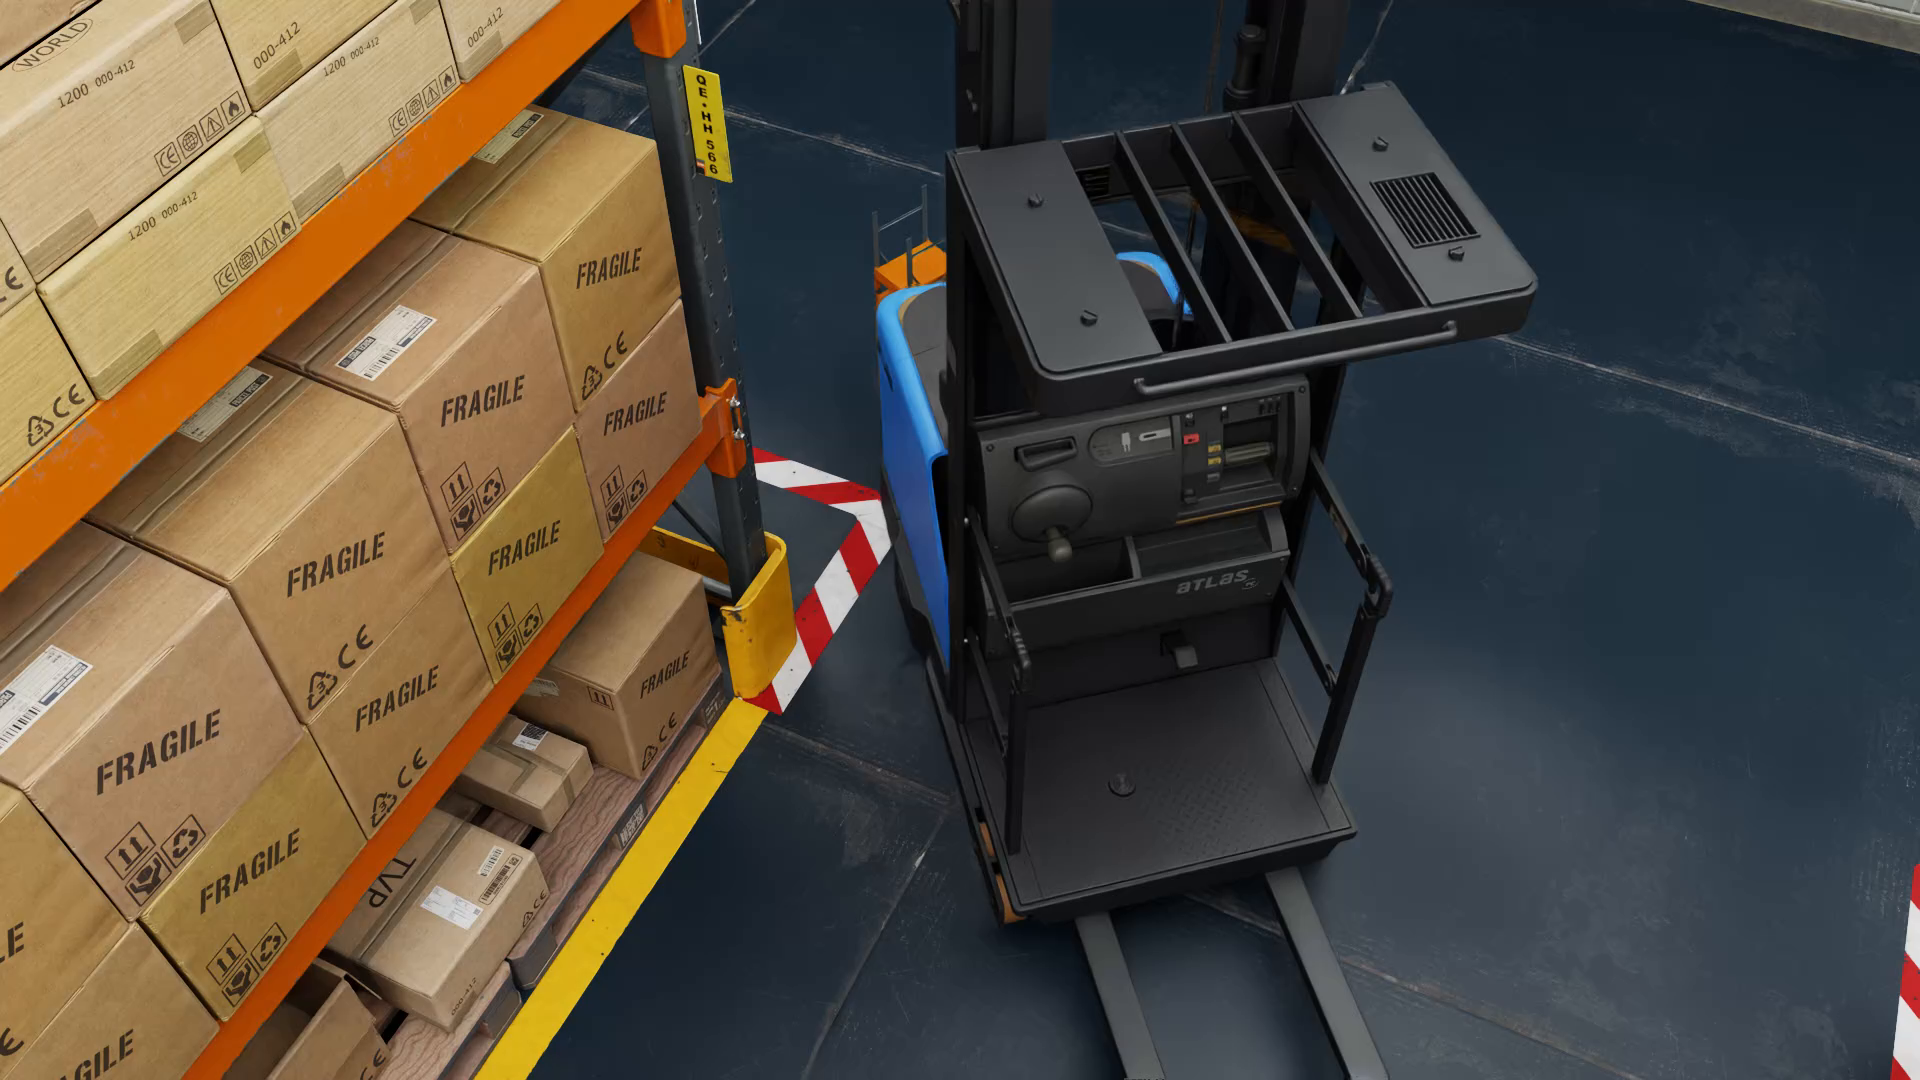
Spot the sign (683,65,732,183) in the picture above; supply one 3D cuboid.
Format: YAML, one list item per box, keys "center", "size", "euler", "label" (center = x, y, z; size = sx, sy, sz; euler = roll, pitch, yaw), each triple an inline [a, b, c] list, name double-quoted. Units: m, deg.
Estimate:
- center: [-0.636, -1.048, 4.204]
  size: [0.100, 0.325, 0.005]
  euler: [20, 52, 16]
  label: "sign"

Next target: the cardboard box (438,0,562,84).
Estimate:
- center: [-1.111, -1.248, 3.472]
  size: [0.500, 0.250, 0.500]
  euler: [20, 52, 16]
  label: "cardboard box"

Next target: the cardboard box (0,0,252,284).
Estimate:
- center: [-1.549, -0.726, 2.699]
  size: [0.500, 0.250, 0.500]
  euler: [20, 52, 16]
  label: "cardboard box"

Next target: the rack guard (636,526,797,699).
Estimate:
- center: [-1.162, 0.098, 5.838]
  size: [1.175, 0.500, 0.348]
  euler: [20, 52, 16]
  label: "rack guard"

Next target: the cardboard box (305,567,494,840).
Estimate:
- center: [-1.512, 0.300, 3.959]
  size: [0.500, 0.500, 0.500]
  euler: [20, 53, 16]
  label: "cardboard box"

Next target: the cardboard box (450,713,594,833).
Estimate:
- center: [-1.394, 0.715, 5.243]
  size: [0.380, 0.166, 0.250]
  euler: [20, 52, 16]
  label: "cardboard box"

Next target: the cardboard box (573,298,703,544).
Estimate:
- center: [-1.075, -0.400, 4.555]
  size: [0.500, 0.500, 0.500]
  euler: [21, 53, 17]
  label: "cardboard box"

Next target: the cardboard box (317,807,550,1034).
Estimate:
- center: [-1.572, 1.083, 4.875]
  size: [0.500, 0.250, 0.500]
  euler: [20, 52, 16]
  label: "cardboard box"

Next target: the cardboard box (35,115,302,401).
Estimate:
- center: [-1.536, -0.559, 2.885]
  size: [0.500, 0.250, 0.500]
  euler: [20, 52, 16]
  label: "cardboard box"

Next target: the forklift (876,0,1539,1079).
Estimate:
- center: [0.567, -0.085, 4.398]
  size: [1.130, 2.935, 3.031]
  euler: [-11, 51, -9]
  label: "forklift"

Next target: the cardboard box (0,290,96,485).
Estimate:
- center: [-1.764, -0.220, 2.597]
  size: [0.500, 0.250, 0.500]
  euler: [20, 52, 16]
  label: "cardboard box"

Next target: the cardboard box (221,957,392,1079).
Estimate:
- center: [-2.041, 1.361, 4.473]
  size: [0.797, 0.503, 0.637]
  euler: [20, 52, 16]
  label: "cardboard box"

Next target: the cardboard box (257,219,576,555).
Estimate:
- center: [-1.286, -0.377, 3.879]
  size: [0.500, 0.500, 0.500]
  euler: [21, 53, 17]
  label: "cardboard box"

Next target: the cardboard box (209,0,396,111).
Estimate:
- center: [-1.332, -1.069, 2.991]
  size: [0.500, 0.250, 0.500]
  euler: [20, 52, 16]
  label: "cardboard box"

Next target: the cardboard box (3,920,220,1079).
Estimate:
- center: [-1.943, 0.998, 3.366]
  size: [0.500, 0.500, 0.500]
  euler: [20, 52, 16]
  label: "cardboard box"

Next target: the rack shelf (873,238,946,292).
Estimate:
- center: [-0.147, -0.924, 5.834]
  size: [0.258, 0.103, 0.180]
  euler: [-33, 57, -25]
  label: "rack shelf"

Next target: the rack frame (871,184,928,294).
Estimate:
- center: [-0.206, -0.773, 6.120]
  size: [0.240, 1.200, 0.006]
  euler: [-33, 57, -25]
  label: "rack frame"

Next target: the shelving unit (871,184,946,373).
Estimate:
- center: [-0.147, -0.720, 6.075]
  size: [0.258, 1.200, 0.189]
  euler: [-33, 57, -25]
  label: "shelving unit"

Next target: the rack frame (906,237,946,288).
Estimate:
- center: [-0.087, -0.667, 6.030]
  size: [0.240, 1.200, 0.006]
  euler: [-33, 57, -25]
  label: "rack frame"

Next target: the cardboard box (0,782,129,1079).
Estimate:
- center: [-1.943, 0.691, 2.970]
  size: [0.500, 0.500, 0.500]
  euler: [18, 52, 15]
  label: "cardboard box"

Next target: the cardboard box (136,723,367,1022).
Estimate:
- center: [-1.727, 0.647, 3.664]
  size: [0.500, 0.500, 0.500]
  euler: [19, 52, 16]
  label: "cardboard box"

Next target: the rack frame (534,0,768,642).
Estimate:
- center: [-1.130, -0.764, 4.931]
  size: [1.000, 3.000, 0.127]
  euler: [20, 52, 16]
  label: "rack frame"

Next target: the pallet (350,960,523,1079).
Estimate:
- center: [-2.024, 1.578, 4.769]
  size: [1.003, 0.211, 1.213]
  euler: [20, 52, 16]
  label: "pallet"

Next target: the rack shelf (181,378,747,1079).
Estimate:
- center: [-1.984, 0.846, 4.033]
  size: [1.077, 0.370, 4.000]
  euler: [20, 52, 16]
  label: "rack shelf"

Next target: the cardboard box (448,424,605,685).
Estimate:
- center: [-1.293, -0.041, 4.250]
  size: [0.500, 0.500, 0.500]
  euler: [20, 53, 16]
  label: "cardboard box"

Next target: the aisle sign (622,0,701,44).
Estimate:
- center: [-0.824, -1.554, 3.896]
  size: [0.394, 0.787, 0.004]
  euler: [20, 52, 16]
  label: "aisle sign"

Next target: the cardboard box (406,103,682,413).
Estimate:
- center: [-1.071, -0.725, 4.175]
  size: [0.500, 0.500, 0.500]
  euler: [19, 52, 16]
  label: "cardboard box"

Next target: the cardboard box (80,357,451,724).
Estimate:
- center: [-1.504, -0.018, 3.574]
  size: [0.500, 0.500, 0.500]
  euler: [21, 53, 17]
  label: "cardboard box"

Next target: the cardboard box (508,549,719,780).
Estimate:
- center: [-1.139, 0.358, 5.329]
  size: [0.500, 0.500, 0.500]
  euler: [20, 52, 16]
  label: "cardboard box"

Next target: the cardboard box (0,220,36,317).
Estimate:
- center: [-1.757, -0.379, 2.404]
  size: [0.500, 0.250, 0.500]
  euler: [20, 52, 16]
  label: "cardboard box"

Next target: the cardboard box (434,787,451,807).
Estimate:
- center: [-1.832, 0.611, 5.278]
  size: [0.500, 0.250, 0.500]
  euler: [20, 52, 16]
  label: "cardboard box"

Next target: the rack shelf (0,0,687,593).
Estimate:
- center: [-1.984, -0.126, 2.891]
  size: [1.077, 0.370, 4.000]
  euler: [20, 52, 16]
  label: "rack shelf"

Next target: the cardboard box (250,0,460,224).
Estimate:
- center: [-1.334, -0.908, 3.182]
  size: [0.500, 0.250, 0.500]
  euler: [20, 52, 16]
  label: "cardboard box"

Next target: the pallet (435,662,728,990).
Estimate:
- center: [-1.502, 0.741, 5.481]
  size: [1.003, 0.211, 1.213]
  euler: [20, 52, 16]
  label: "pallet"

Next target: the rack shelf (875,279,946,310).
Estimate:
- center: [-0.147, -0.847, 5.926]
  size: [0.258, 0.103, 0.180]
  euler: [-33, 57, -25]
  label: "rack shelf"

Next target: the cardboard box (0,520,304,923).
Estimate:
- center: [-1.723, 0.335, 3.273]
  size: [0.500, 0.500, 0.500]
  euler: [21, 53, 17]
  label: "cardboard box"
